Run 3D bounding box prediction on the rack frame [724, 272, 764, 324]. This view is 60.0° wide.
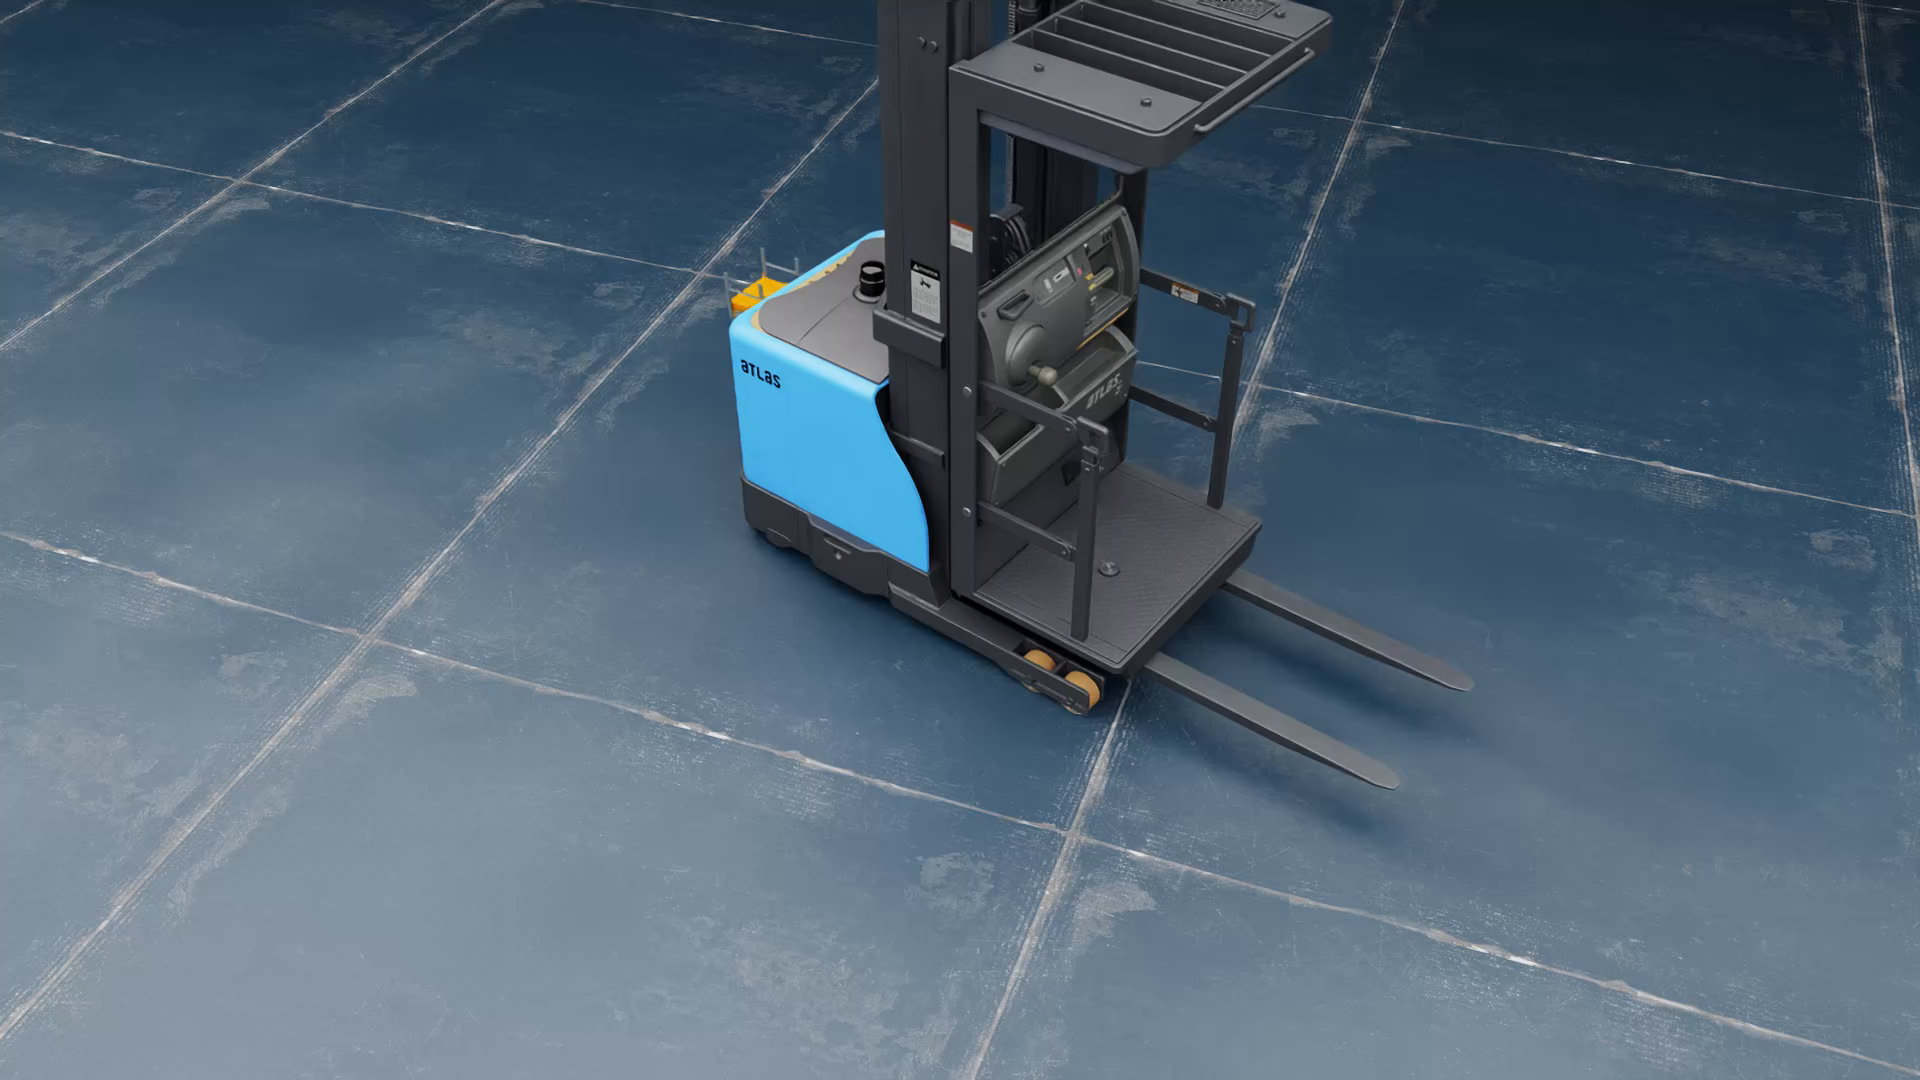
[{"bbox_3d":[-0.884,-0.678,7.229,0.200,1.050,0.008,21,45,26],"label":"rack frame"}]

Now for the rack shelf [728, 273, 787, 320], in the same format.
[{"bbox_3d":[-0.826,-0.955,7.134,0.215,0.259,0.240,21,45,26],"label":"rack shelf"}]

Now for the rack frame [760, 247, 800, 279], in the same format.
[{"bbox_3d":[-0.750,-0.810,7.384,0.200,1.050,0.008,21,45,26],"label":"rack frame"}]

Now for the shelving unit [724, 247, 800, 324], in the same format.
[{"bbox_3d":[-0.817,-0.744,7.306,0.215,1.050,0.252,21,45,26],"label":"shelving unit"}]

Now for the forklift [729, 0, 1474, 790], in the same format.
[{"bbox_3d":[0.539,-0.833,5.968,3.031,2.935,1.130,26,47,28],"label":"forklift"}]
